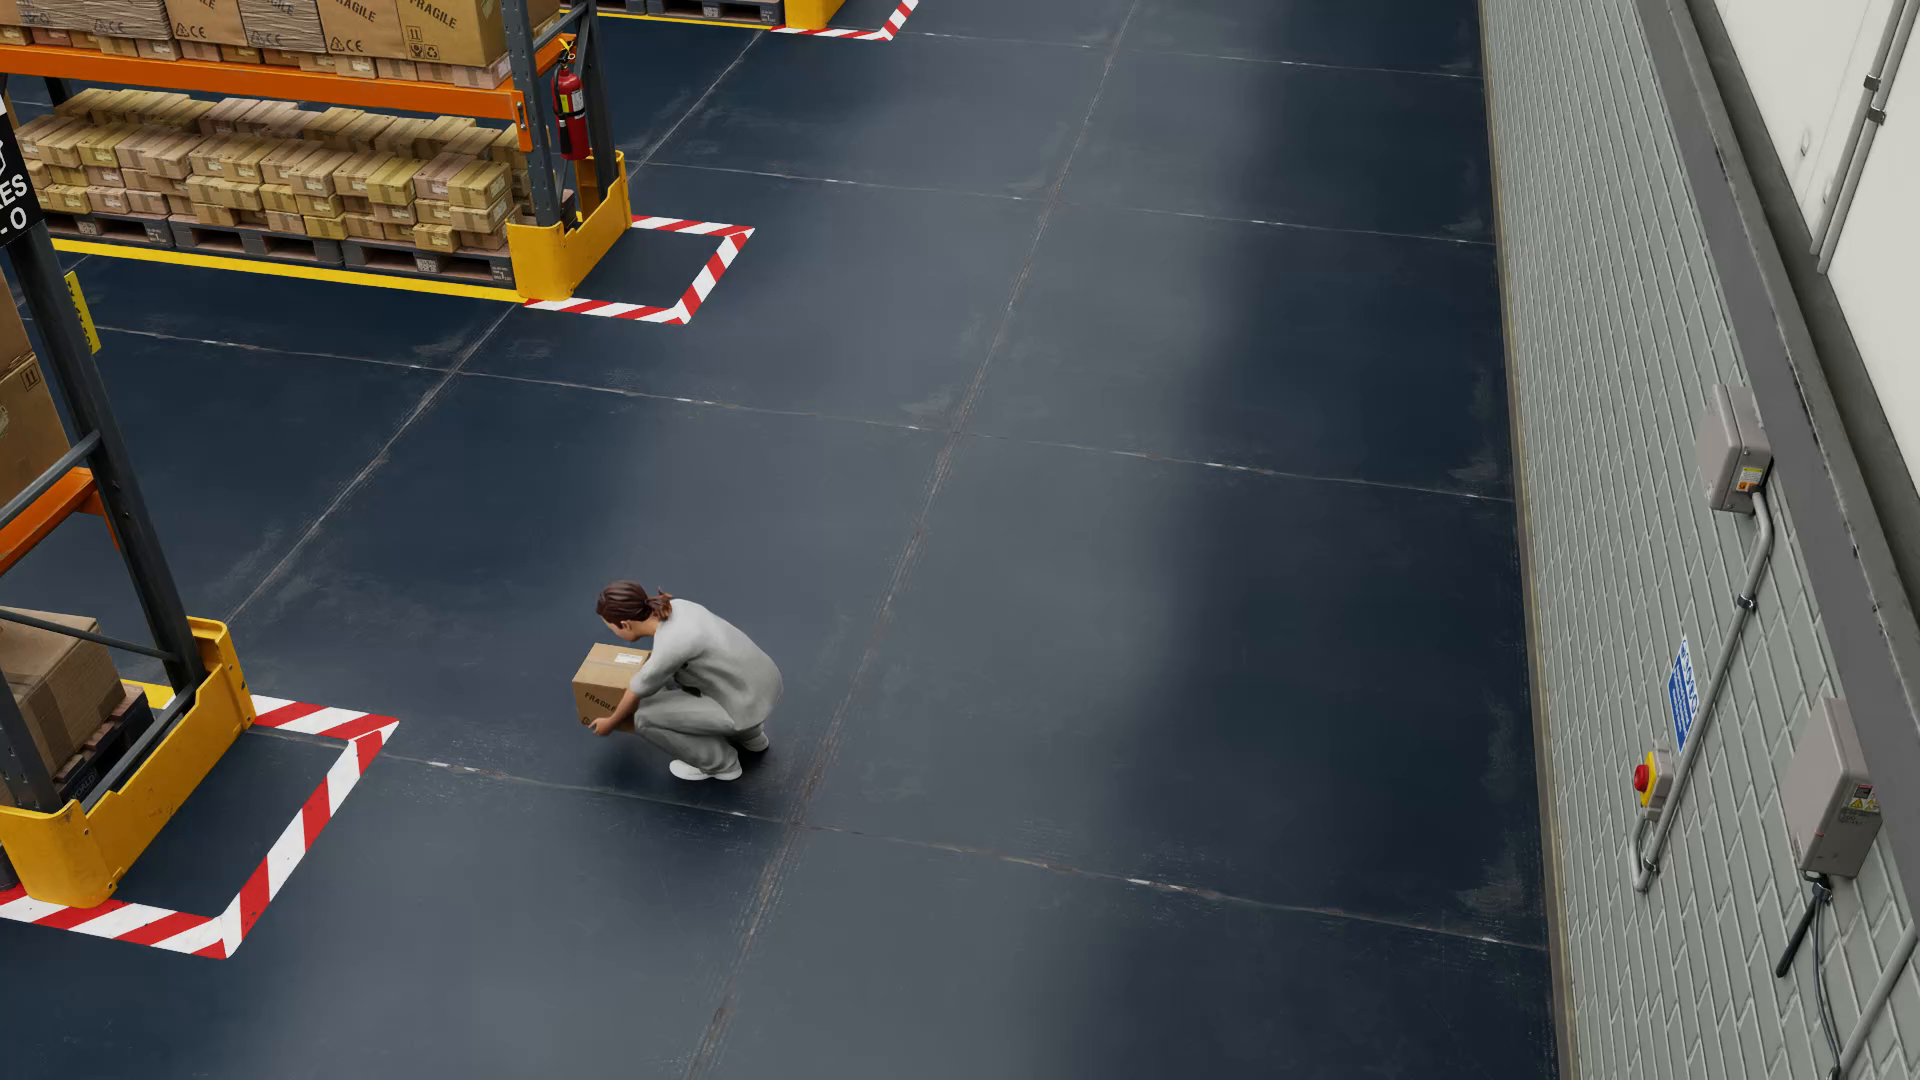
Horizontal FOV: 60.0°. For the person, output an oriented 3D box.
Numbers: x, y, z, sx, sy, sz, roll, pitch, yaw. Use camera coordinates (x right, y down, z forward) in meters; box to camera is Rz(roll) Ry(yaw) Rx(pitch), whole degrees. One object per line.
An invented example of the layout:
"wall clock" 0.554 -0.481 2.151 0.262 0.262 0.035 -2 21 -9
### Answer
"person" -1.137 0.550 6.850 0.792 0.939 0.475 7 37 10
